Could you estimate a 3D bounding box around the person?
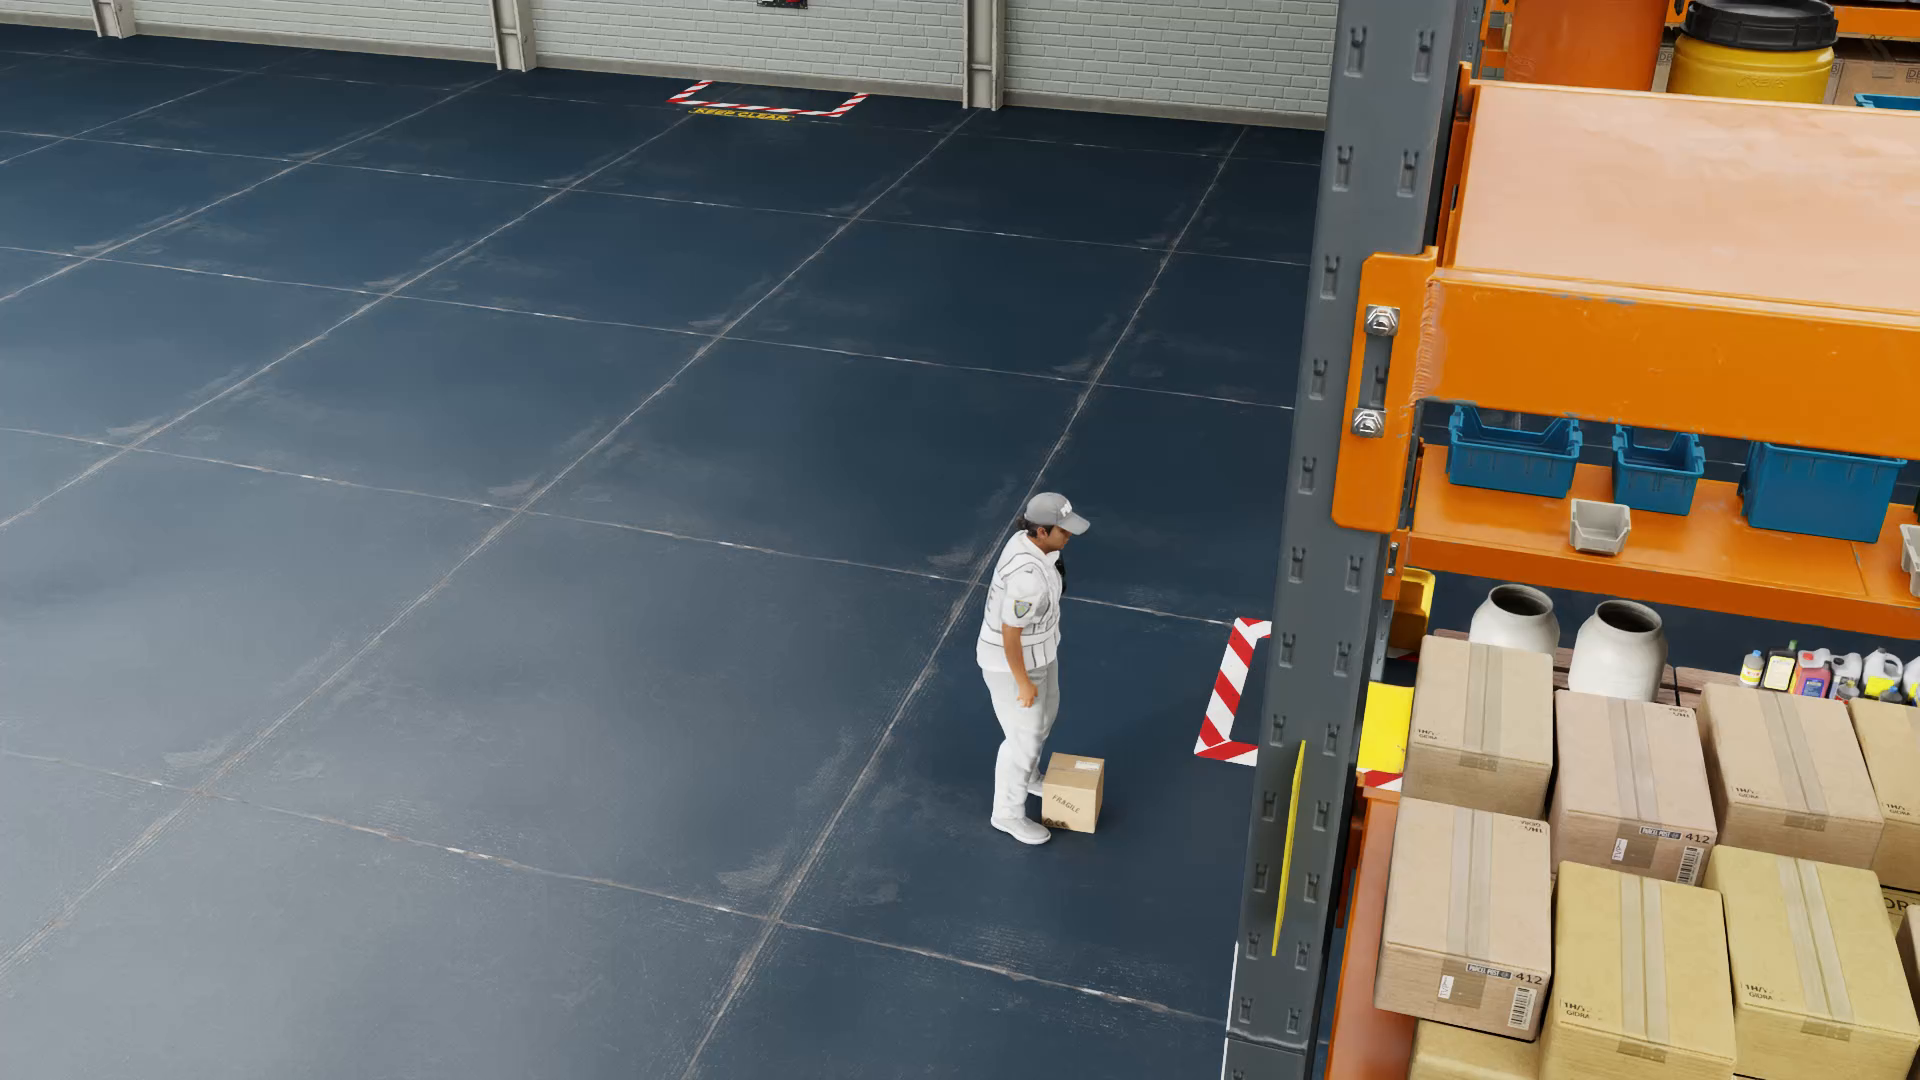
[{"bbox_3d":[0.322,0.541,7.532,0.469,1.666,0.563,7,30,12],"label":"person"}]
